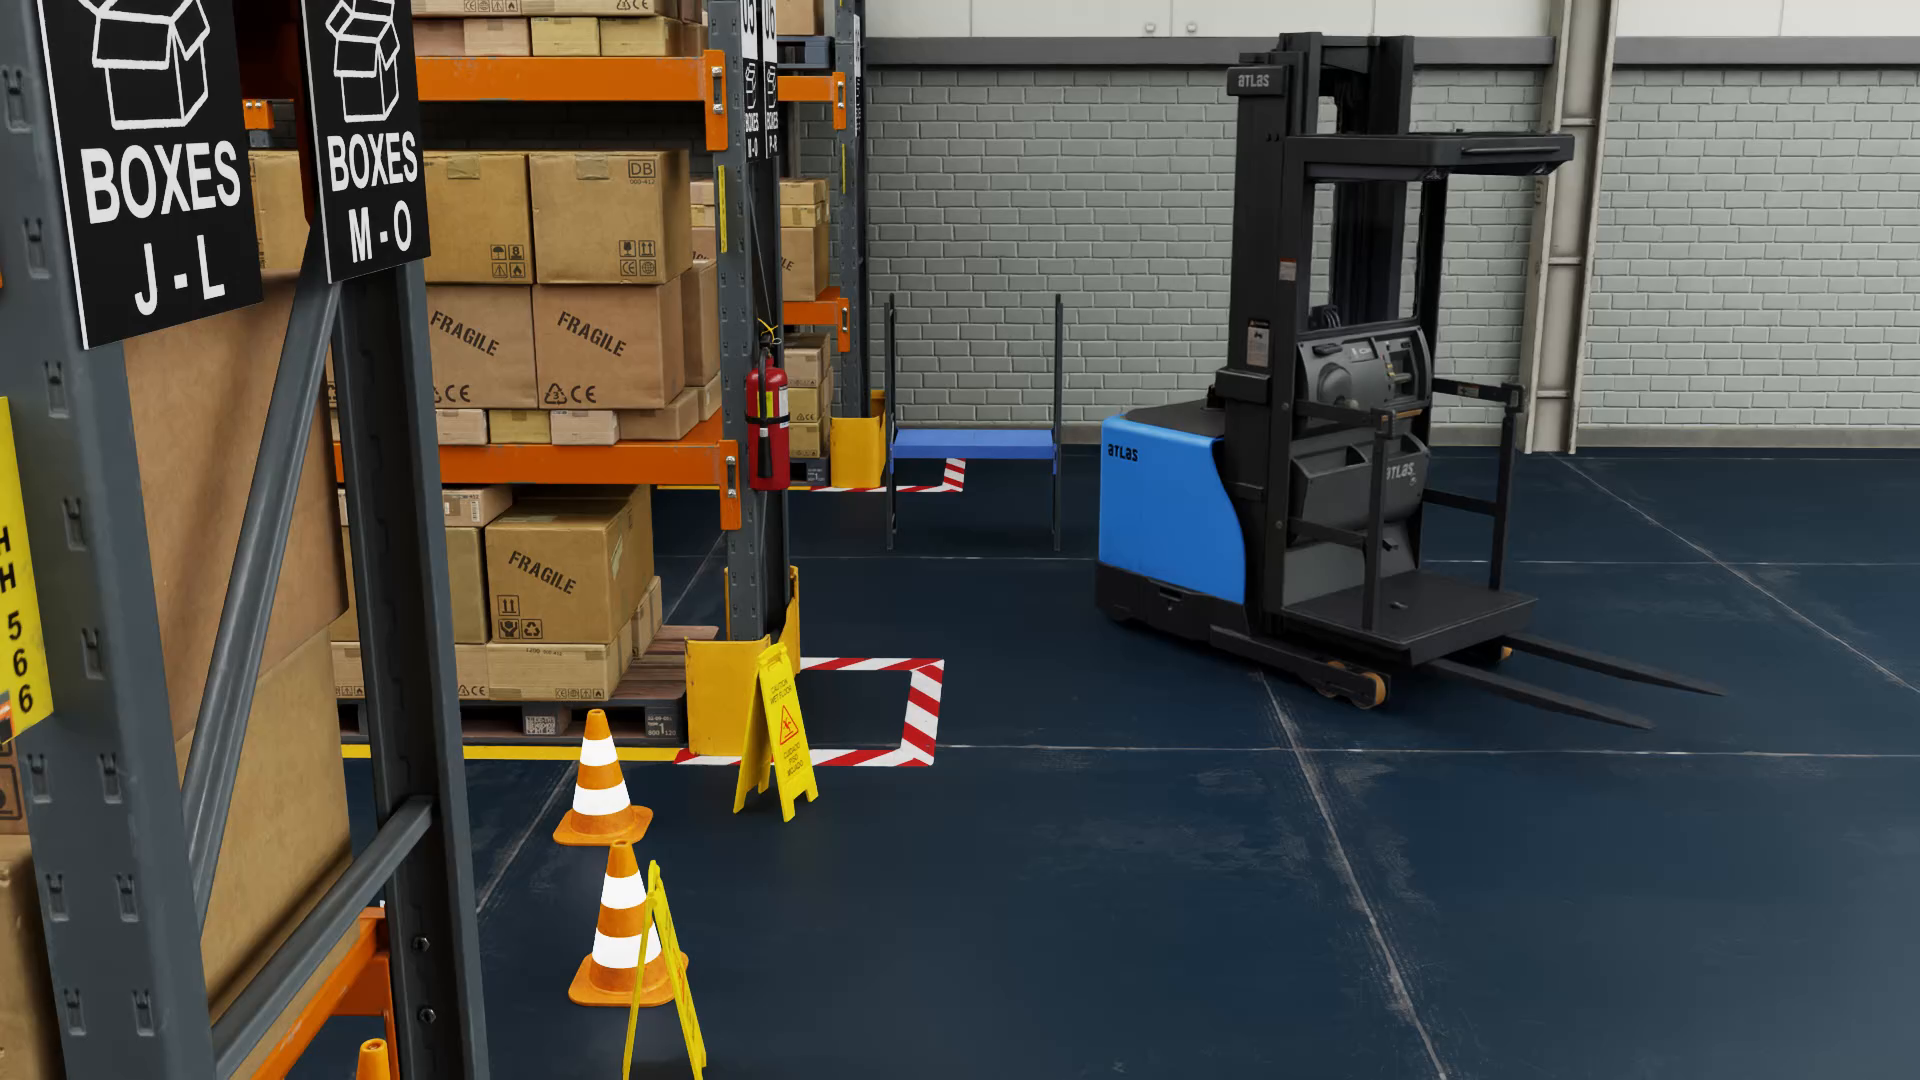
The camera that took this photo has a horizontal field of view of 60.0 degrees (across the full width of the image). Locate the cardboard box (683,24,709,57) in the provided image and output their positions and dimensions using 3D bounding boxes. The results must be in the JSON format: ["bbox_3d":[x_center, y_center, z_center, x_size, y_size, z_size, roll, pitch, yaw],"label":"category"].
[{"bbox_3d":[-1.199,-2.112,7.076,0.250,0.149,0.380,0,15,1],"label":"cardboard box"}]

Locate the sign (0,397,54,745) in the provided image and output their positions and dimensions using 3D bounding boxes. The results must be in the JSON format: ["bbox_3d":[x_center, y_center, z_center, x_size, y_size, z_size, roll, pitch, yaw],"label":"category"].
[{"bbox_3d":[-0.929,0.029,1.616,0.005,0.325,0.100,0,15,1],"label":"sign"}]

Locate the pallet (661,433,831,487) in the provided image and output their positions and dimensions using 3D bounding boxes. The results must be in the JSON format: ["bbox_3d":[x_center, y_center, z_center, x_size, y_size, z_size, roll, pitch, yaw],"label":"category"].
[{"bbox_3d":[-1.518,-0.610,12.237,1.213,0.211,1.003,0,15,1],"label":"pallet"}]

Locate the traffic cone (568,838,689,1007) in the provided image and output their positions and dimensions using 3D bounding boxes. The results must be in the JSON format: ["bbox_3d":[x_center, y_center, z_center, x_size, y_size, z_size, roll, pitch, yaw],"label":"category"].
[{"bbox_3d":[-1.027,1.140,5.111,0.334,0.463,0.336,0,15,1],"label":"traffic cone"}]

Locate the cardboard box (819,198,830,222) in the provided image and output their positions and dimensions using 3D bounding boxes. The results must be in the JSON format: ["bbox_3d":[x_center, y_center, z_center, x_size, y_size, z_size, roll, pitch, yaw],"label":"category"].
[{"bbox_3d":[-1.085,-2.394,12.067,0.250,0.149,0.380,0,15,0],"label":"cardboard box"}]

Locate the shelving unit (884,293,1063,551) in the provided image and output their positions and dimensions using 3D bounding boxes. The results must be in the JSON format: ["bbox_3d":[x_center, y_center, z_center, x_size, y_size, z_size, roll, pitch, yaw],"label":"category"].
[{"bbox_3d":[0.085,-0.725,10.147,1.048,1.500,0.538,0,15,1],"label":"shelving unit"}]

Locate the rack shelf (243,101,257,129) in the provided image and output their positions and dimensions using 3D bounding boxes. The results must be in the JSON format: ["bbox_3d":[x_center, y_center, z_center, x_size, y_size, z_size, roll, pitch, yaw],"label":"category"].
[{"bbox_3d":[-6.751,-3.105,11.760,4.000,0.370,1.077,0,15,1],"label":"rack shelf"}]

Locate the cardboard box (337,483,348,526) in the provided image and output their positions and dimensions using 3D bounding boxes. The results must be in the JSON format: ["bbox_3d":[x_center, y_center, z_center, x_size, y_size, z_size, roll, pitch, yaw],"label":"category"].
[{"bbox_3d":[-2.567,-0.176,6.953,0.250,0.149,0.380,1,15,4],"label":"cardboard box"}]

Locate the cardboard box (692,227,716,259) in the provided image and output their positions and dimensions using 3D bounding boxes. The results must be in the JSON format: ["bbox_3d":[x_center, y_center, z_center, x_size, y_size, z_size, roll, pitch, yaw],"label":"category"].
[{"bbox_3d":[-1.770,-1.954,11.670,0.500,0.500,0.500,1,15,3],"label":"cardboard box"}]

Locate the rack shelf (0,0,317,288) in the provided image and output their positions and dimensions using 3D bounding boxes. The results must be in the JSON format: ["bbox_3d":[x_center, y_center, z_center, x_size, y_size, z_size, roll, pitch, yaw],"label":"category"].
[{"bbox_3d":[-2.901,-0.550,2.076,4.000,0.370,1.077,0,15,1],"label":"rack shelf"}]

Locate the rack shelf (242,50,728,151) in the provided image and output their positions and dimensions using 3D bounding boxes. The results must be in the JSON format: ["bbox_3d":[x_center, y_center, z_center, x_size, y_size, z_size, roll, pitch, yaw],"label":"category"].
[{"bbox_3d":[-2.875,-1.813,6.863,4.000,0.370,1.077,0,15,1],"label":"rack shelf"}]

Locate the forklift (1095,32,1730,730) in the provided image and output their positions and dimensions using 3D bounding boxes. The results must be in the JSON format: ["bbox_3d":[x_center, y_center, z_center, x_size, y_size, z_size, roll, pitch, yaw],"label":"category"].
[{"bbox_3d":[2.035,-0.802,7.635,1.130,2.935,3.031,-12,19,-38],"label":"forklift"}]

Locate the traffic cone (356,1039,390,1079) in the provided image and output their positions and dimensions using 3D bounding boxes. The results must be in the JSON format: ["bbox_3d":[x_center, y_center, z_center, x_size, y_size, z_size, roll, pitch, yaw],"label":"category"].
[{"bbox_3d":[-1.396,1.426,4.027,0.334,0.463,0.336,0,15,1],"label":"traffic cone"}]

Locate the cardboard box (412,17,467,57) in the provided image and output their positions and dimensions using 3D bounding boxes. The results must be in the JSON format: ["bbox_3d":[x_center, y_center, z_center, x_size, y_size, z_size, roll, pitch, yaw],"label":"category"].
[{"bbox_3d":[-2.006,-1.980,6.577,0.250,0.149,0.380,0,15,2],"label":"cardboard box"}]

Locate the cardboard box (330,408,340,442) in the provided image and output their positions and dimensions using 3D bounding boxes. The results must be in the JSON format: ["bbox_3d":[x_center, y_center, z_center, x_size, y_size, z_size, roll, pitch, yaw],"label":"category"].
[{"bbox_3d":[-2.536,-0.515,6.903,0.250,0.149,0.380,0,15,1],"label":"cardboard box"}]

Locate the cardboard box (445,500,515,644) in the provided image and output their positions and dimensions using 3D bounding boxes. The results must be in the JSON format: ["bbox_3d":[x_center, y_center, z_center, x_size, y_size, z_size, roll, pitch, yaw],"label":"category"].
[{"bbox_3d":[-2.205,0.125,7.084,0.500,0.500,0.500,1,15,4],"label":"cardboard box"}]

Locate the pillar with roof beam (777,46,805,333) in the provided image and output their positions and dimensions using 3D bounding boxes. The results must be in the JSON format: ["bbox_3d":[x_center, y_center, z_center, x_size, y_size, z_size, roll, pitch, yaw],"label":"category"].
[{"bbox_3d":[-1.536,-4.001,7.865,0.400,9.000,9.100,0,15,1],"label":"pillar with roof beam"}]

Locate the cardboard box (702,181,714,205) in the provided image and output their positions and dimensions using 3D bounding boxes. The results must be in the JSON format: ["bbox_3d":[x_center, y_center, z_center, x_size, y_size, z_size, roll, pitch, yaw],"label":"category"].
[{"bbox_3d":[-1.626,-2.407,11.531,0.250,0.149,0.380,1,15,3],"label":"cardboard box"}]

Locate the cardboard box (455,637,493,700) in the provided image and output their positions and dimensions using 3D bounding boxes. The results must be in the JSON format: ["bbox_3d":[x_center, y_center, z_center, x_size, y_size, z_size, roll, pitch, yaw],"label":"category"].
[{"bbox_3d":[-2.208,0.487,7.183,0.500,0.250,0.500,0,15,2],"label":"cardboard box"}]

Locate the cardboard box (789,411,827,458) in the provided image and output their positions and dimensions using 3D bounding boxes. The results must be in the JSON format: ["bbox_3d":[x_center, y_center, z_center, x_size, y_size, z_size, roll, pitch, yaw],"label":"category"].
[{"bbox_3d":[-1.231,-0.760,11.906,0.500,0.250,0.500,0,15,2],"label":"cardboard box"}]

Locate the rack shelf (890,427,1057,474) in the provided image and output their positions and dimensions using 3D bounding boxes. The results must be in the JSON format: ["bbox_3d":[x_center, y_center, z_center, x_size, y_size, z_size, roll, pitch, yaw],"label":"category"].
[{"bbox_3d":[0.085,-0.551,10.192,1.000,0.185,0.538,0,15,1],"label":"rack shelf"}]

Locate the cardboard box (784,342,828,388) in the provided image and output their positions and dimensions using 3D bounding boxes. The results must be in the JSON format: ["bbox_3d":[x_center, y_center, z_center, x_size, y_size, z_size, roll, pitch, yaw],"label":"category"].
[{"bbox_3d":[-1.221,-1.244,11.783,0.500,0.250,0.500,1,15,3],"label":"cardboard box"}]

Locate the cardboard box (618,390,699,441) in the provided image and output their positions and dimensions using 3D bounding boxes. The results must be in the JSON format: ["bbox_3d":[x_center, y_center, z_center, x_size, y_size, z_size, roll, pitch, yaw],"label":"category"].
[{"bbox_3d":[-1.255,-0.524,6.940,0.250,0.149,0.380,1,15,3],"label":"cardboard box"}]

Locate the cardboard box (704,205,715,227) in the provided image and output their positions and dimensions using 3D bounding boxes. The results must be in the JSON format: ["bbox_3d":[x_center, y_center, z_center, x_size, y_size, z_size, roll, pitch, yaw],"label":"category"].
[{"bbox_3d":[-1.621,-2.268,11.588,0.250,0.149,0.380,1,15,2],"label":"cardboard box"}]

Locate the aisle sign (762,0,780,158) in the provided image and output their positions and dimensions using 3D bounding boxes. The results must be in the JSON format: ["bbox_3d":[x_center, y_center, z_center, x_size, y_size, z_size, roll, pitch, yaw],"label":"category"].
[{"bbox_3d":[-0.806,-2.033,7.071,0.004,0.787,0.394,0,15,1],"label":"aisle sign"}]

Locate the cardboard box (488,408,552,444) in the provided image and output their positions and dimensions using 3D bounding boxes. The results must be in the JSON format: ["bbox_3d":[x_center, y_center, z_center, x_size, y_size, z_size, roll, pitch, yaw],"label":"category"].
[{"bbox_3d":[-1.767,-0.505,6.866,0.250,0.149,0.380,0,15,0],"label":"cardboard box"}]

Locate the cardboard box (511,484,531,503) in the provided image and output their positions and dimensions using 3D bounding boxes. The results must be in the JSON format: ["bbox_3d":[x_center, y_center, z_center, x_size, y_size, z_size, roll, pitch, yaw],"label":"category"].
[{"bbox_3d":[-2.222,-0.012,7.602,0.500,0.500,0.500,0,15,-1],"label":"cardboard box"}]

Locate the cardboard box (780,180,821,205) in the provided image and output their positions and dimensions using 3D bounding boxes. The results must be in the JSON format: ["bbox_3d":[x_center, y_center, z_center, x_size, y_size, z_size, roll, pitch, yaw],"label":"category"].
[{"bbox_3d":[-1.116,-2.418,11.575,0.250,0.149,0.380,0,15,2],"label":"cardboard box"}]

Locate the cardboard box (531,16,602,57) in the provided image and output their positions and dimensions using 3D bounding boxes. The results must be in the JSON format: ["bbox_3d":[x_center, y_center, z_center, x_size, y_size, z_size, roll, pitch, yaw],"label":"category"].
[{"bbox_3d":[-1.489,-1.951,6.467,0.250,0.149,0.380,0,15,2],"label":"cardboard box"}]

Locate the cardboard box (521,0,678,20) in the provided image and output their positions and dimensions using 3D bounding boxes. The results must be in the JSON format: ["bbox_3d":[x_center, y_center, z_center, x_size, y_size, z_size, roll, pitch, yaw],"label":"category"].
[{"bbox_3d":[-1.394,-2.154,6.456,0.500,0.250,0.500,0,15,1],"label":"cardboard box"}]

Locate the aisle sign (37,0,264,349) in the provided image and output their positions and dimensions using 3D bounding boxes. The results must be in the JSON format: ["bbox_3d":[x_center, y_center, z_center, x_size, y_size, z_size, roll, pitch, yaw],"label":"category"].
[{"bbox_3d":[-0.838,-0.615,1.694,0.004,0.787,0.394,0,15,1],"label":"aisle sign"}]

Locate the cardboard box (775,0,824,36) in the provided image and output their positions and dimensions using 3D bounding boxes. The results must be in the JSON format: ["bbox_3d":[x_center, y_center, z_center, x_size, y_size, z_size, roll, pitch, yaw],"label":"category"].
[{"bbox_3d":[-1.202,-3.655,11.217,0.500,0.500,0.500,1,15,3],"label":"cardboard box"}]

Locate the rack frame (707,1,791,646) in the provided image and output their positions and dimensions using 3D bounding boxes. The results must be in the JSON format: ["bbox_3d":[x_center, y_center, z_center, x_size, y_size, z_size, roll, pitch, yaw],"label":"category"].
[{"bbox_3d":[-0.876,-0.698,7.105,0.127,3.000,1.000,0,15,1],"label":"rack frame"}]

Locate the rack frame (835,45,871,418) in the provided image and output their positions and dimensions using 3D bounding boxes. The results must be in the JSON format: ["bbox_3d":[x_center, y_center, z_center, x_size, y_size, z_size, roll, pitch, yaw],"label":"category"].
[{"bbox_3d":[-0.753,-1.964,11.903,0.127,3.000,1.000,0,15,1],"label":"rack frame"}]

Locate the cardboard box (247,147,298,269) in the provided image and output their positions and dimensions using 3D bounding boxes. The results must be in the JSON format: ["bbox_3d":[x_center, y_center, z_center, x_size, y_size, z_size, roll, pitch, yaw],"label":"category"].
[{"bbox_3d":[-2.905,-1.342,6.808,0.500,0.500,0.700,0,15,1],"label":"cardboard box"}]

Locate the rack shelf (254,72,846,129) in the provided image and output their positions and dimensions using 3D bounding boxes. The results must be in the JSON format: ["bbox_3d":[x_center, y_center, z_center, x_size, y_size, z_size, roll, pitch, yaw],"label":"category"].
[{"bbox_3d":[-2.752,-3.079,11.661,4.000,0.370,1.077,0,15,1],"label":"rack shelf"}]

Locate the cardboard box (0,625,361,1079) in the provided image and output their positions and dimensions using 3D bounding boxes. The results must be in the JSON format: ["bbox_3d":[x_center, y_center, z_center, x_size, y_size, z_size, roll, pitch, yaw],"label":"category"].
[{"bbox_3d":[-1.273,0.502,2.264,0.550,0.550,0.875,0,15,1],"label":"cardboard box"}]

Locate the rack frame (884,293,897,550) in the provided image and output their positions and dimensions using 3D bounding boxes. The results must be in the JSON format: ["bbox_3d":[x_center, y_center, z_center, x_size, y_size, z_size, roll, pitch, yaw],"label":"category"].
[{"bbox_3d":[-0.423,-0.728,10.159,0.032,1.500,0.500,0,15,1],"label":"rack frame"}]

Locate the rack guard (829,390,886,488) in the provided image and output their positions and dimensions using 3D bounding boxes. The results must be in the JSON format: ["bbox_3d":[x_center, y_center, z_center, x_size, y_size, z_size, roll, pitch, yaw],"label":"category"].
[{"bbox_3d":[-0.729,-0.755,12.221,0.348,0.500,1.175,0,15,1],"label":"rack guard"}]

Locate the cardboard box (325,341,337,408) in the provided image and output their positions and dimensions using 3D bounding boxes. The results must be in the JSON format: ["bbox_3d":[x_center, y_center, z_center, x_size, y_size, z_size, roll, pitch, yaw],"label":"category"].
[{"bbox_3d":[-2.426,-0.832,6.834,0.500,0.500,0.500,0,15,1],"label":"cardboard box"}]

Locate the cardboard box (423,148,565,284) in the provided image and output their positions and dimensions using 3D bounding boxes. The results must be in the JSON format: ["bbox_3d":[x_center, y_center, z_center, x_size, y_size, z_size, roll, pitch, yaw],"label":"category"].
[{"bbox_3d":[-1.898,-1.326,6.748,0.500,0.500,0.700,1,15,2],"label":"cardboard box"}]

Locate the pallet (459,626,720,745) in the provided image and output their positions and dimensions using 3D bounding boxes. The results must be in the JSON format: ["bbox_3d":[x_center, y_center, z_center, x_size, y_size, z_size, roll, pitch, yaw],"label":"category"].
[{"bbox_3d":[-1.763,0.636,7.517,1.213,0.211,1.003,0,15,1],"label":"pallet"}]

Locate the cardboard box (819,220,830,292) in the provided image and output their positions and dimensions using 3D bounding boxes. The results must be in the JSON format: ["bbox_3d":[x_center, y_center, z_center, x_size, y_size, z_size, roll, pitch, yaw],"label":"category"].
[{"bbox_3d":[-1.241,-2.086,12.171,0.500,0.500,0.500,1,15,3],"label":"cardboard box"}]

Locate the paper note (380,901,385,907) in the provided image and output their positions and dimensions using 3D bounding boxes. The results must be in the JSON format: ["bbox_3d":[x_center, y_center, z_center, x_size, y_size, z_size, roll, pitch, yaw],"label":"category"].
[{"bbox_3d":[-1.872,1.239,5.583,0.142,0.019,0.148,-5,16,-18],"label":"paper note"}]

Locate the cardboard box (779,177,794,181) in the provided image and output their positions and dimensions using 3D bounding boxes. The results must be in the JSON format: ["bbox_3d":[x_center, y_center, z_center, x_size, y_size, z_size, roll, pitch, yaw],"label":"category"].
[{"bbox_3d":[-1.347,-2.544,12.051,0.250,0.149,0.380,1,15,3],"label":"cardboard box"}]

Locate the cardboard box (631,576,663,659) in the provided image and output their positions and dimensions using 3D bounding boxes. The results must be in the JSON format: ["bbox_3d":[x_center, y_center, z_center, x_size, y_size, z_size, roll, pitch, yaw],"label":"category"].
[{"bbox_3d":[-1.675,0.353,7.689,0.500,0.250,0.500,0,15,1],"label":"cardboard box"}]

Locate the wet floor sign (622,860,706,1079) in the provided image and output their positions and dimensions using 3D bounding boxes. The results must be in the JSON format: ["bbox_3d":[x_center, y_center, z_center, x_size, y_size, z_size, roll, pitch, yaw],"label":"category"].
[{"bbox_3d":[-0.822,1.199,4.531,0.232,0.644,0.267,-2,15,-8],"label":"wet floor sign"}]

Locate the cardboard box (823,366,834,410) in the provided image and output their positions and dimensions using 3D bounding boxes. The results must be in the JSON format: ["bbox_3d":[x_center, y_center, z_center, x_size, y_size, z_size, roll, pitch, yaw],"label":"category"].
[{"bbox_3d":[-1.218,-1.135,12.349,0.500,0.250,0.500,1,15,2],"label":"cardboard box"}]

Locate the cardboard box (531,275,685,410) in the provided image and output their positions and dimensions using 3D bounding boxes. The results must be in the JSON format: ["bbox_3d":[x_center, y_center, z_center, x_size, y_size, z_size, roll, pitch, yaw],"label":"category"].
[{"bbox_3d":[-1.425,-0.823,6.801,0.500,0.500,0.500,0,15,0],"label":"cardboard box"}]

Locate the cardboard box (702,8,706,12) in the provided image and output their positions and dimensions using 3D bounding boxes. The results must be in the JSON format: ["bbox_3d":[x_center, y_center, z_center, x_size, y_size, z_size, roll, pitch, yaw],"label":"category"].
[{"bbox_3d":[-1.842,-3.530,11.204,0.258,0.266,0.396,0,15,2],"label":"cardboard box"}]

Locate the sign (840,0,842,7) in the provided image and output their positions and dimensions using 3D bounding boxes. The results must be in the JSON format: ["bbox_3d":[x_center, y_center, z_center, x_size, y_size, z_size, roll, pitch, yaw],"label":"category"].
[{"bbox_3d":[-0.781,-3.666,10.893,0.005,0.325,0.100,0,15,1],"label":"sign"}]
